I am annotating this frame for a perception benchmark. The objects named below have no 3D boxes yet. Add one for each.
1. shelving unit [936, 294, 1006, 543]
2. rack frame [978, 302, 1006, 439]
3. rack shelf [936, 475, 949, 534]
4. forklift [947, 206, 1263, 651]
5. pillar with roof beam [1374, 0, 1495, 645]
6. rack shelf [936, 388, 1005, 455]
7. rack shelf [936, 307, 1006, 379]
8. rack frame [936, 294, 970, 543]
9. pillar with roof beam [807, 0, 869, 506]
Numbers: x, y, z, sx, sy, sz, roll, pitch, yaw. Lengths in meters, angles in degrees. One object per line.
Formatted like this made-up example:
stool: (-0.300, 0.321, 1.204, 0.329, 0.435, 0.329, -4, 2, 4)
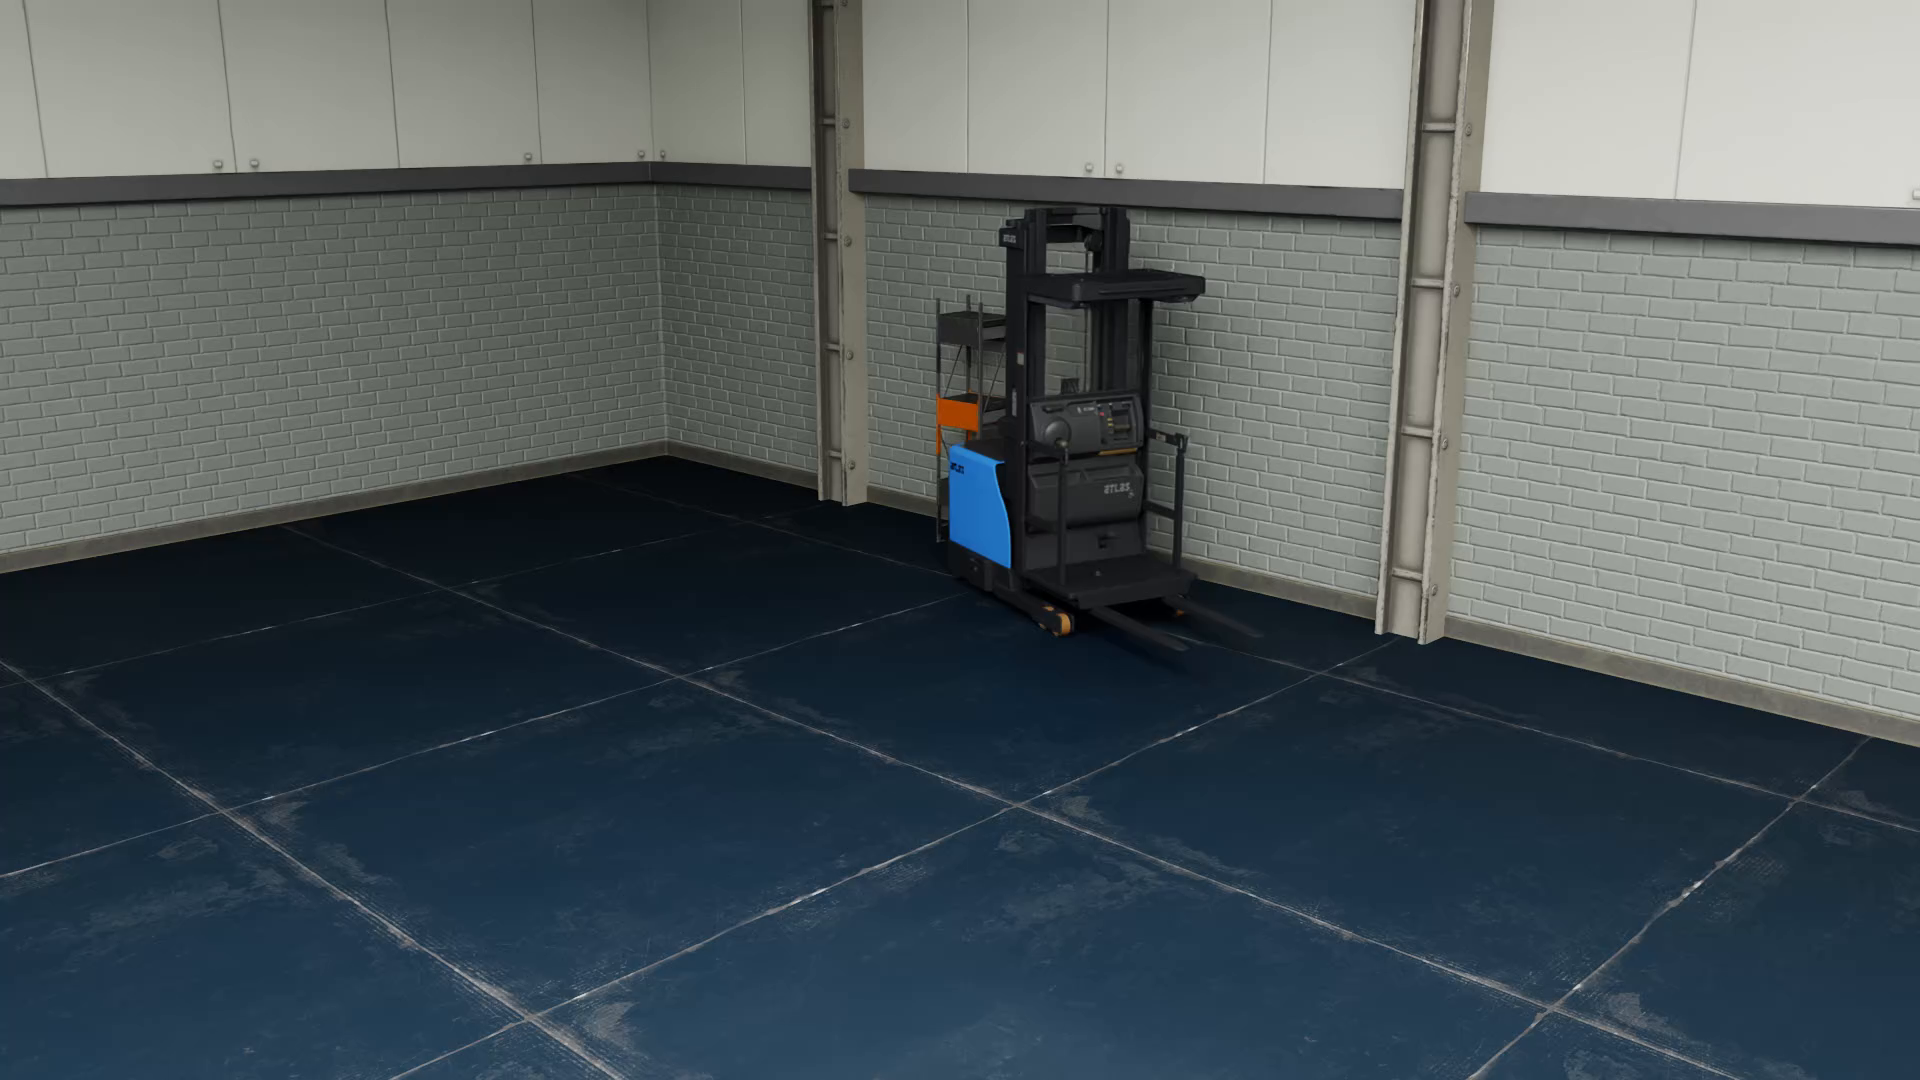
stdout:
shelving unit: (0.119, -0.987, 14.056, 0.503, 2.100, 0.431, 14, 20, 42)
rack frame: (0.295, -0.944, 13.892, 0.015, 2.100, 0.400, 14, 20, 42)
rack shelf: (0.119, -0.297, 14.236, 0.480, 0.518, 0.431, 14, 20, 42)
forklift: (1.028, -0.863, 11.931, 1.130, 2.935, 3.031, -8, 16, -27)
pillar with roof beam: (0.221, -2.903, 7.726, 0.400, 9.000, 9.100, 14, 20, 42)
rack shelf: (0.119, -0.974, 14.060, 0.480, 0.518, 0.431, 14, 20, 42)
rack shelf: (0.119, -1.651, 13.883, 0.480, 0.518, 0.431, 14, 20, 42)
rack frame: (-0.056, -1.030, 14.220, 0.015, 2.100, 0.400, 14, 20, 42)
pillar with roof beam: (-4.098, -3.953, 11.756, 0.400, 9.000, 9.100, 14, 20, 42)
